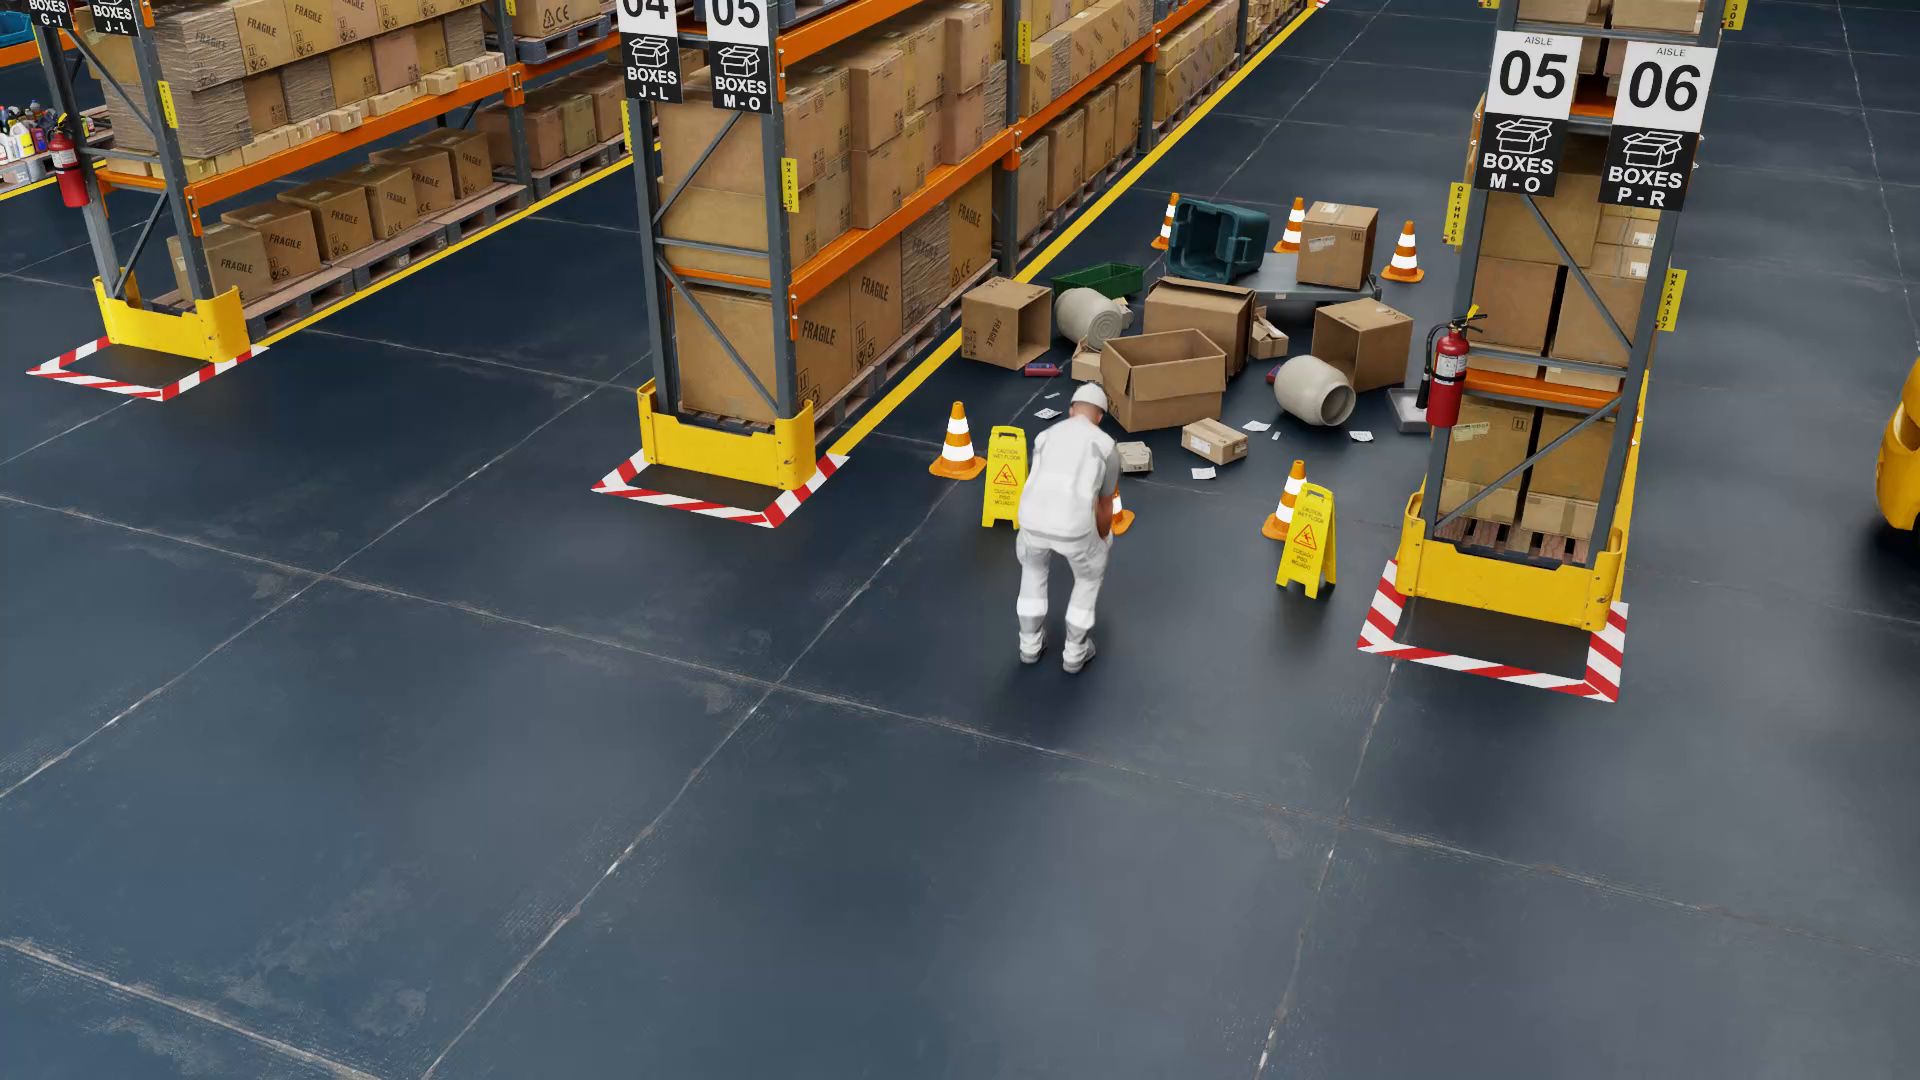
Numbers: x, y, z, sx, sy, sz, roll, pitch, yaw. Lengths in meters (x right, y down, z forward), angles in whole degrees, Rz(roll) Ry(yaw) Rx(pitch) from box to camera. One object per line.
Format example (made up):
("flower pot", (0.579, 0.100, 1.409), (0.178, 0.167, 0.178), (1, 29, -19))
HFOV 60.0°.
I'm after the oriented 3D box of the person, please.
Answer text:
("person", (0.593, -0.067, 8.897), (0.498, 1.392, 0.888), (10, 31, 18))
